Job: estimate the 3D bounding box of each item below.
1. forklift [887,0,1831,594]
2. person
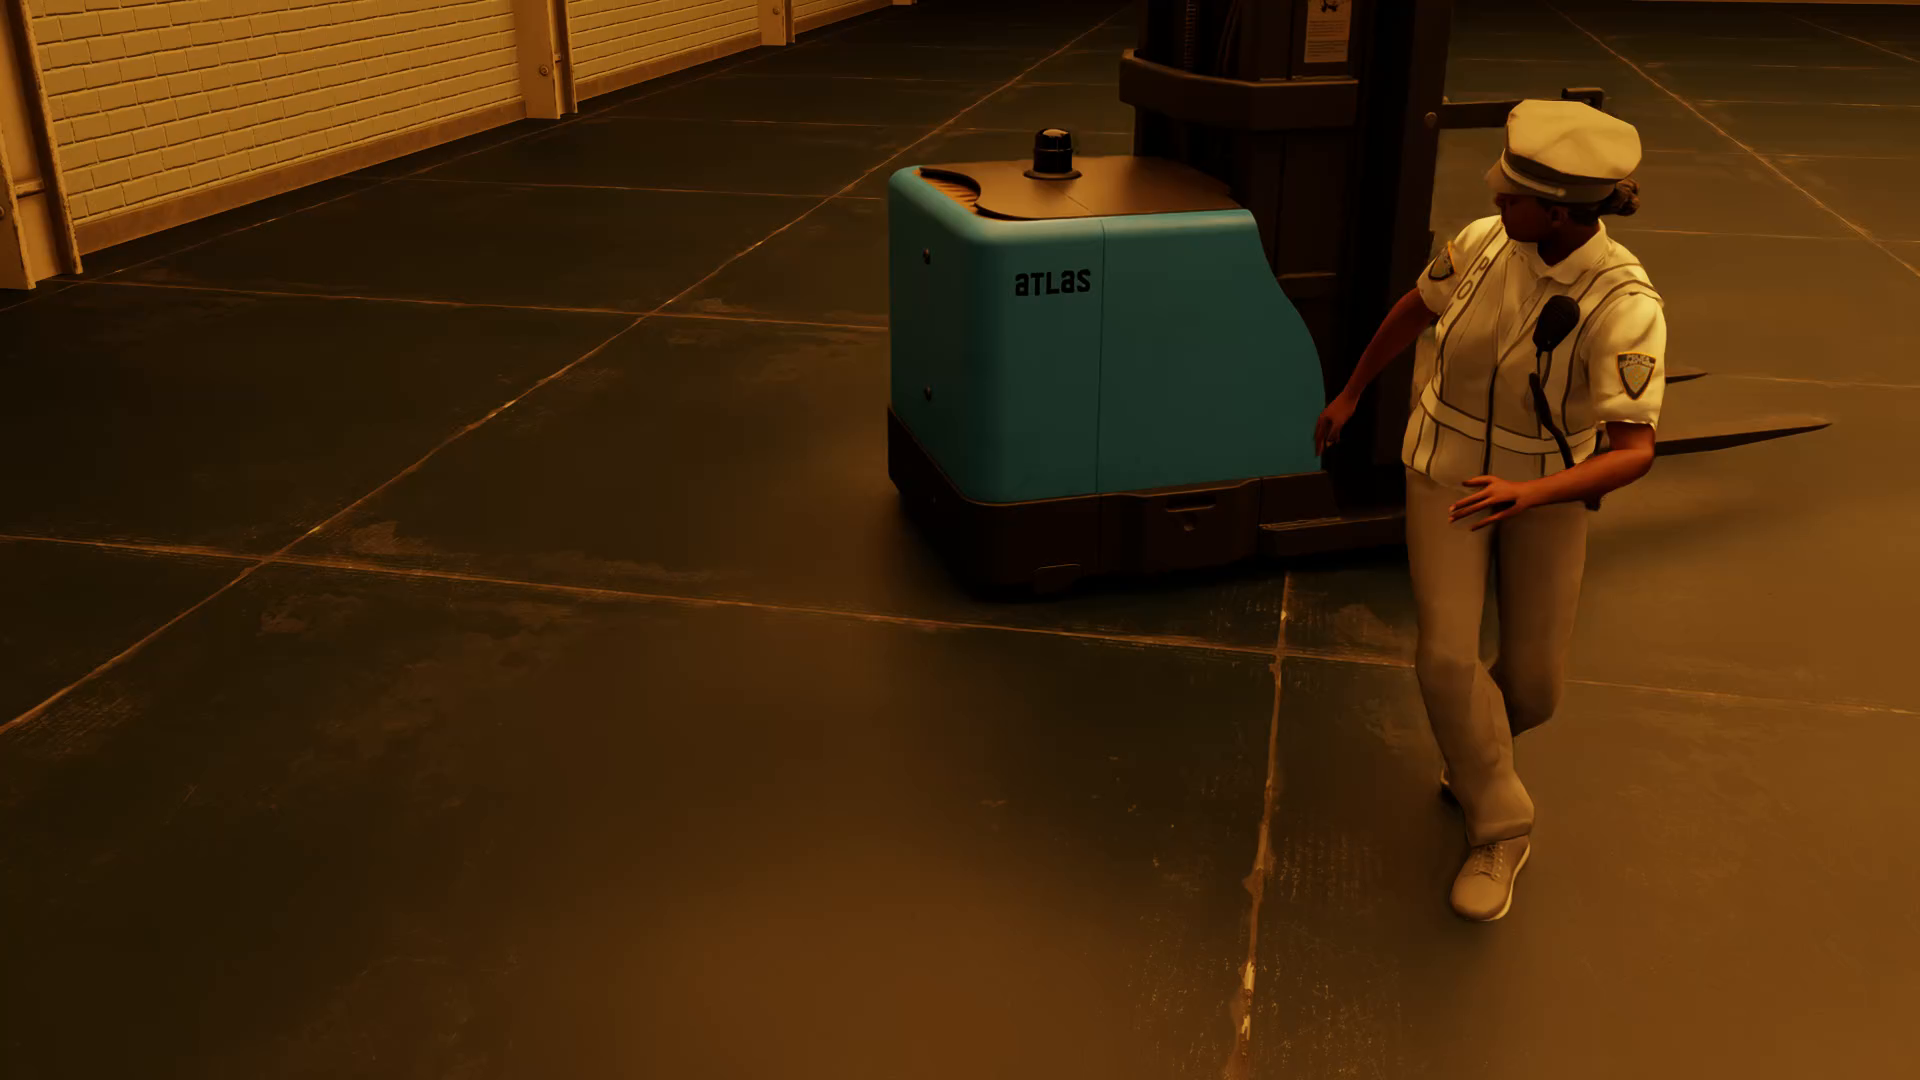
[{"bbox_3d":[1.340,-1.502,4.949,3.031,2.935,1.130,-6,23,-15],"label":"forklift"},{"bbox_3d":[0.995,-0.083,3.346,0.725,1.562,0.794,11,25,26],"label":"person"}]
